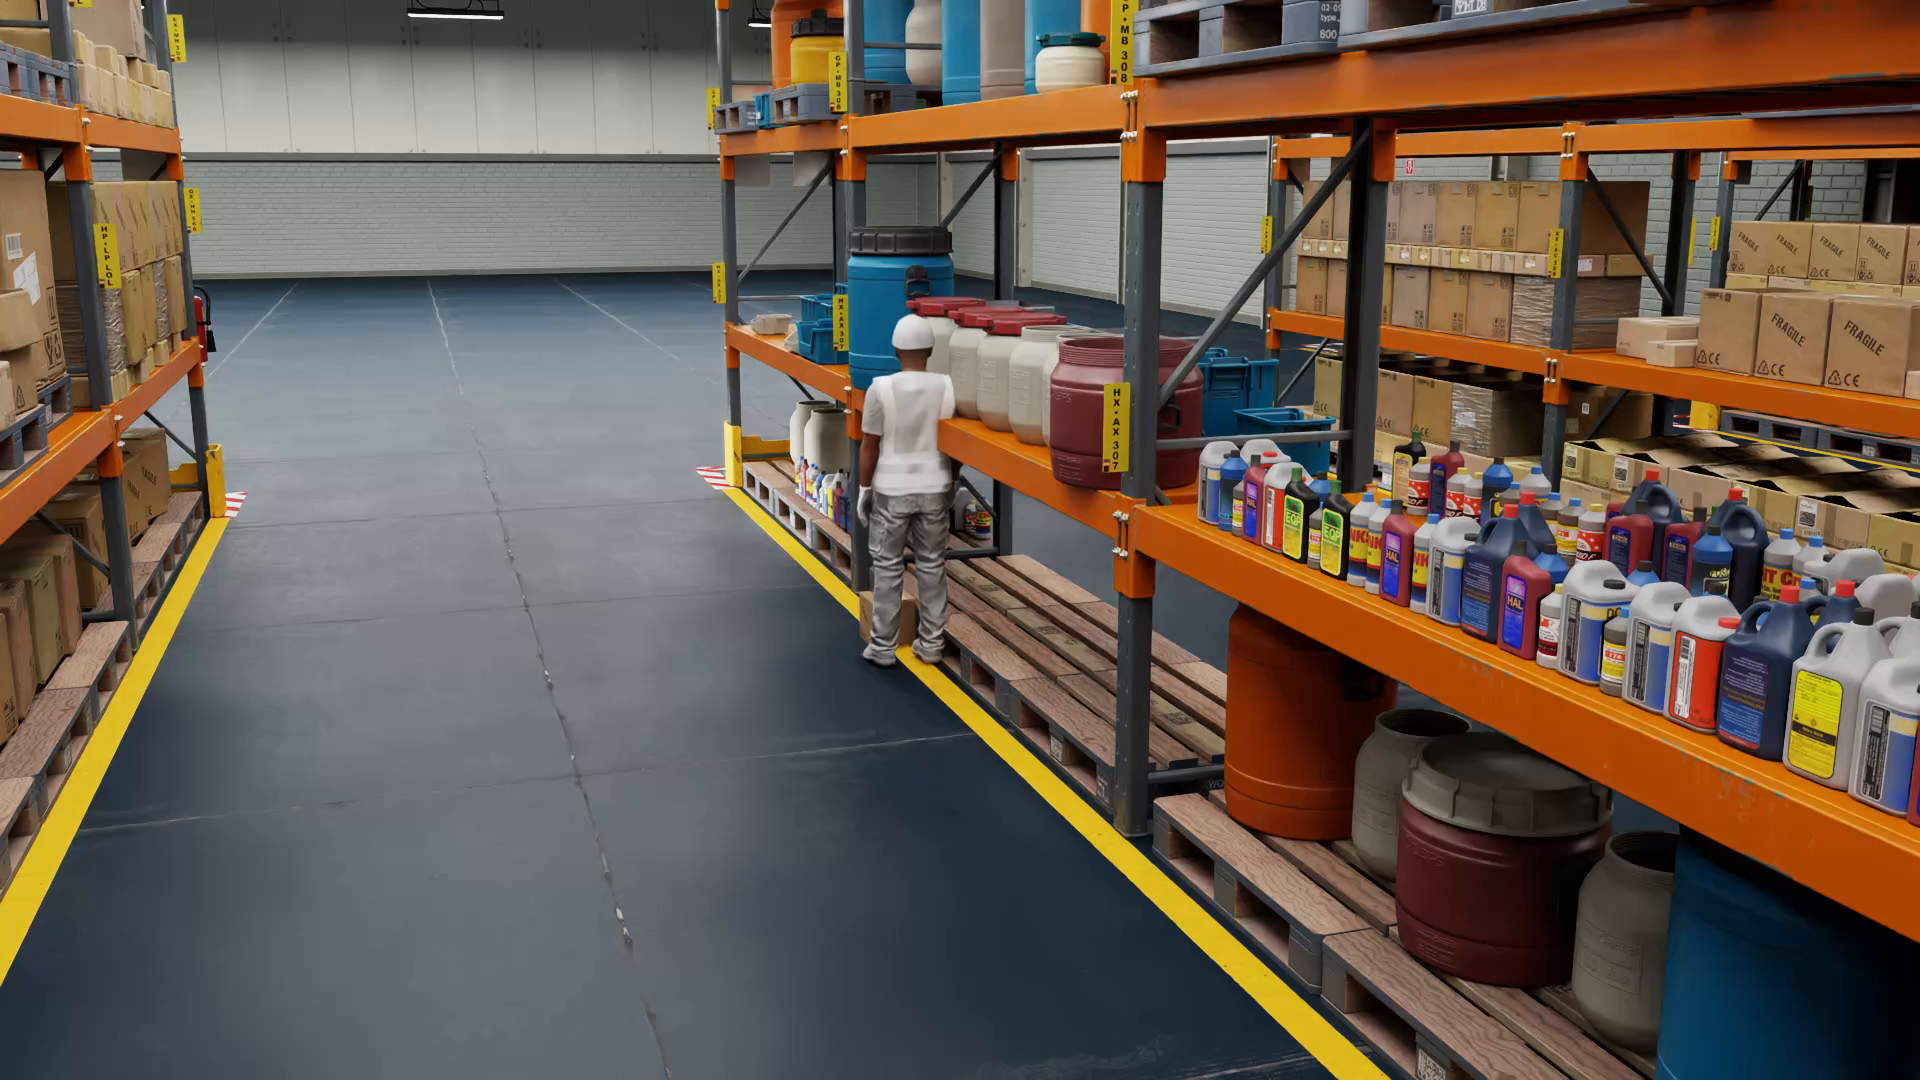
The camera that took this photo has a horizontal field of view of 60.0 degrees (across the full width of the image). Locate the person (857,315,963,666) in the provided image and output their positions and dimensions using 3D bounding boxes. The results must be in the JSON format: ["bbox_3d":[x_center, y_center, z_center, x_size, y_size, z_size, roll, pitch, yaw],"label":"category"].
[{"bbox_3d":[-0.259,-0.249,8.477,0.572,1.798,0.417,-4,13,-17],"label":"person"}]
